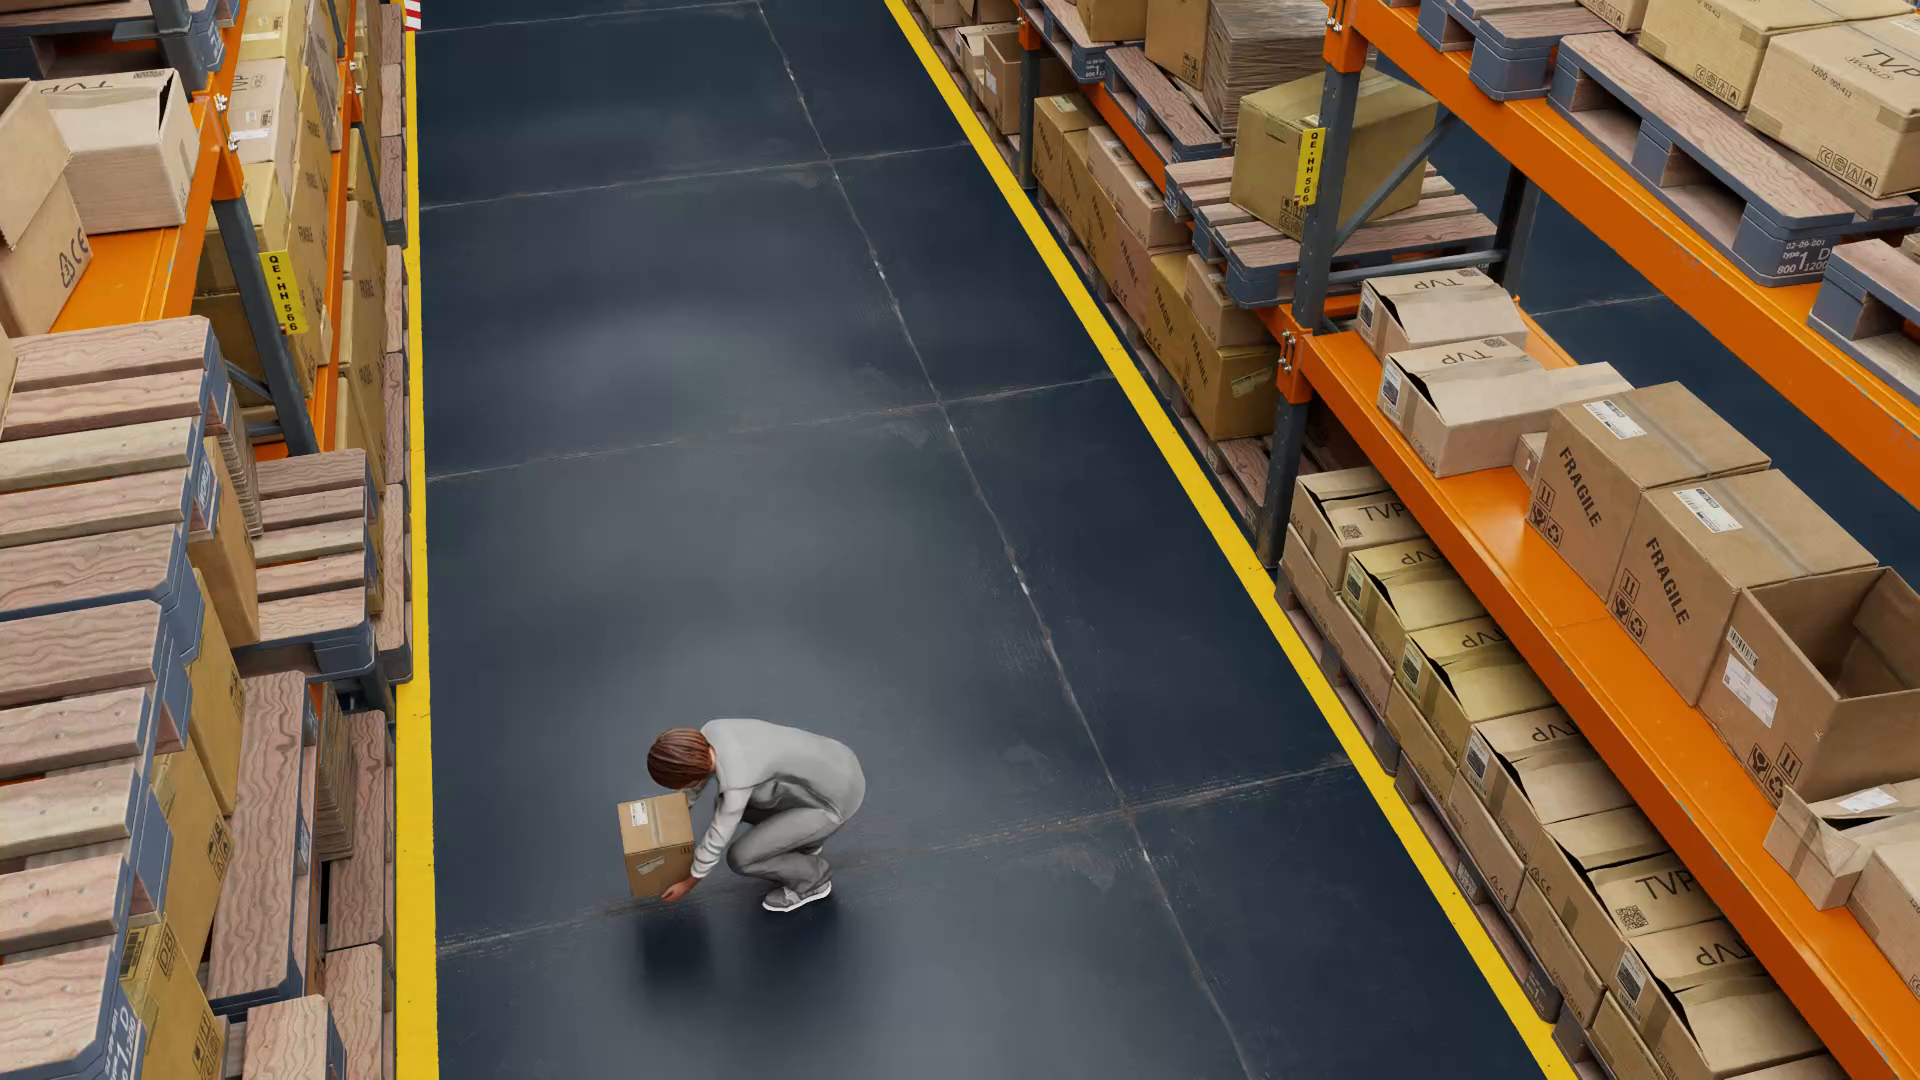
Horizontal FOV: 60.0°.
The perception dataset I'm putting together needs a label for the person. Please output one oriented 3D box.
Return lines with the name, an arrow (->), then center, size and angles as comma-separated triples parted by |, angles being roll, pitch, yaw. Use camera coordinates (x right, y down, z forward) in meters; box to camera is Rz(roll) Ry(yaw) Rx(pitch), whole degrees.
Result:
person -> -0.739, 0.971, 6.065 | 0.806, 0.907, 0.446 | -10, 40, -12
